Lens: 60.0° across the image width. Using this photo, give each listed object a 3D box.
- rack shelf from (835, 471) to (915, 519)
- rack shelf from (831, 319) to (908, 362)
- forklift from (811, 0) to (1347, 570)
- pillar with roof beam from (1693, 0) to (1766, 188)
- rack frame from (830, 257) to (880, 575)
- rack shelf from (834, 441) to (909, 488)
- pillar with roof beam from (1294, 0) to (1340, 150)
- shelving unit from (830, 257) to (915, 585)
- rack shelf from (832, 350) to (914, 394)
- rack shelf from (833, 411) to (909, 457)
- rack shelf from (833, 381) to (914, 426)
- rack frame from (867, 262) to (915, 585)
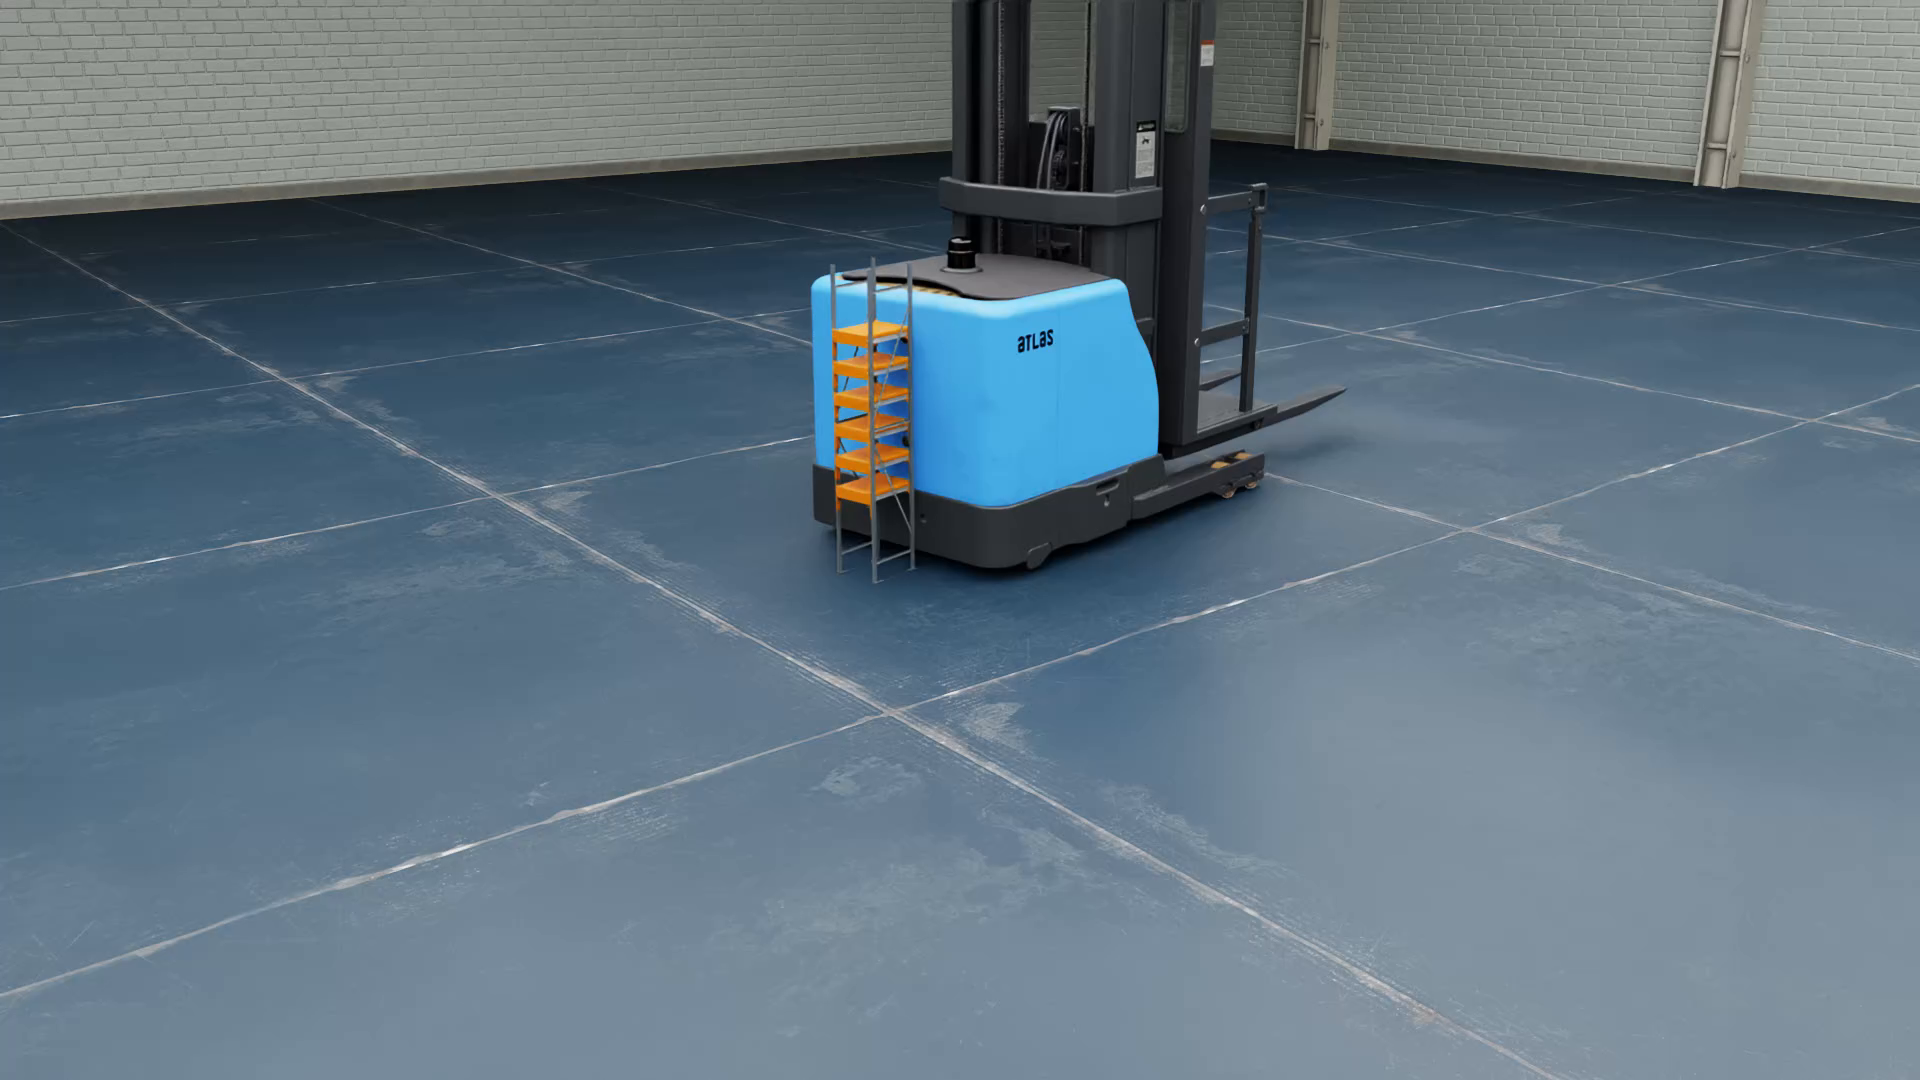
[{"bbox_3d":[-0.326,-0.176,6.389,0.180,0.103,0.258,15,23,37],"label":"rack shelf"},{"bbox_3d":[-0.326,-0.745,6.200,0.180,0.103,0.258,15,23,37],"label":"rack shelf"},{"bbox_3d":[0.737,-1.668,7.237,1.130,2.935,3.031,15,24,38],"label":"forklift"},{"bbox_3d":[5.365,-7.525,15.272,9.100,9.000,0.400,-14,23,-36],"label":"pillar with roof beam"},{"bbox_3d":[-0.397,-0.464,6.355,0.006,1.200,0.240,15,23,37],"label":"rack frame"},{"bbox_3d":[-0.326,-0.289,6.351,0.180,0.103,0.258,15,23,37],"label":"rack shelf"},{"bbox_3d":[1.640,-9.003,19.737,9.100,9.000,0.400,-14,23,-36],"label":"pillar with roof beam"},{"bbox_3d":[-0.326,-0.446,6.299,0.189,1.200,0.258,15,23,37],"label":"shelving unit"},{"bbox_3d":[-0.326,-0.631,6.238,0.180,0.103,0.258,15,23,37],"label":"rack shelf"},{"bbox_3d":[-0.326,-0.403,6.313,0.180,0.103,0.258,15,23,37],"label":"rack shelf"},{"bbox_3d":[-0.326,-0.517,6.276,0.180,0.103,0.258,15,23,37],"label":"rack shelf"},{"bbox_3d":[-0.255,-0.427,6.244,0.006,1.200,0.240,15,23,37],"label":"rack frame"}]
